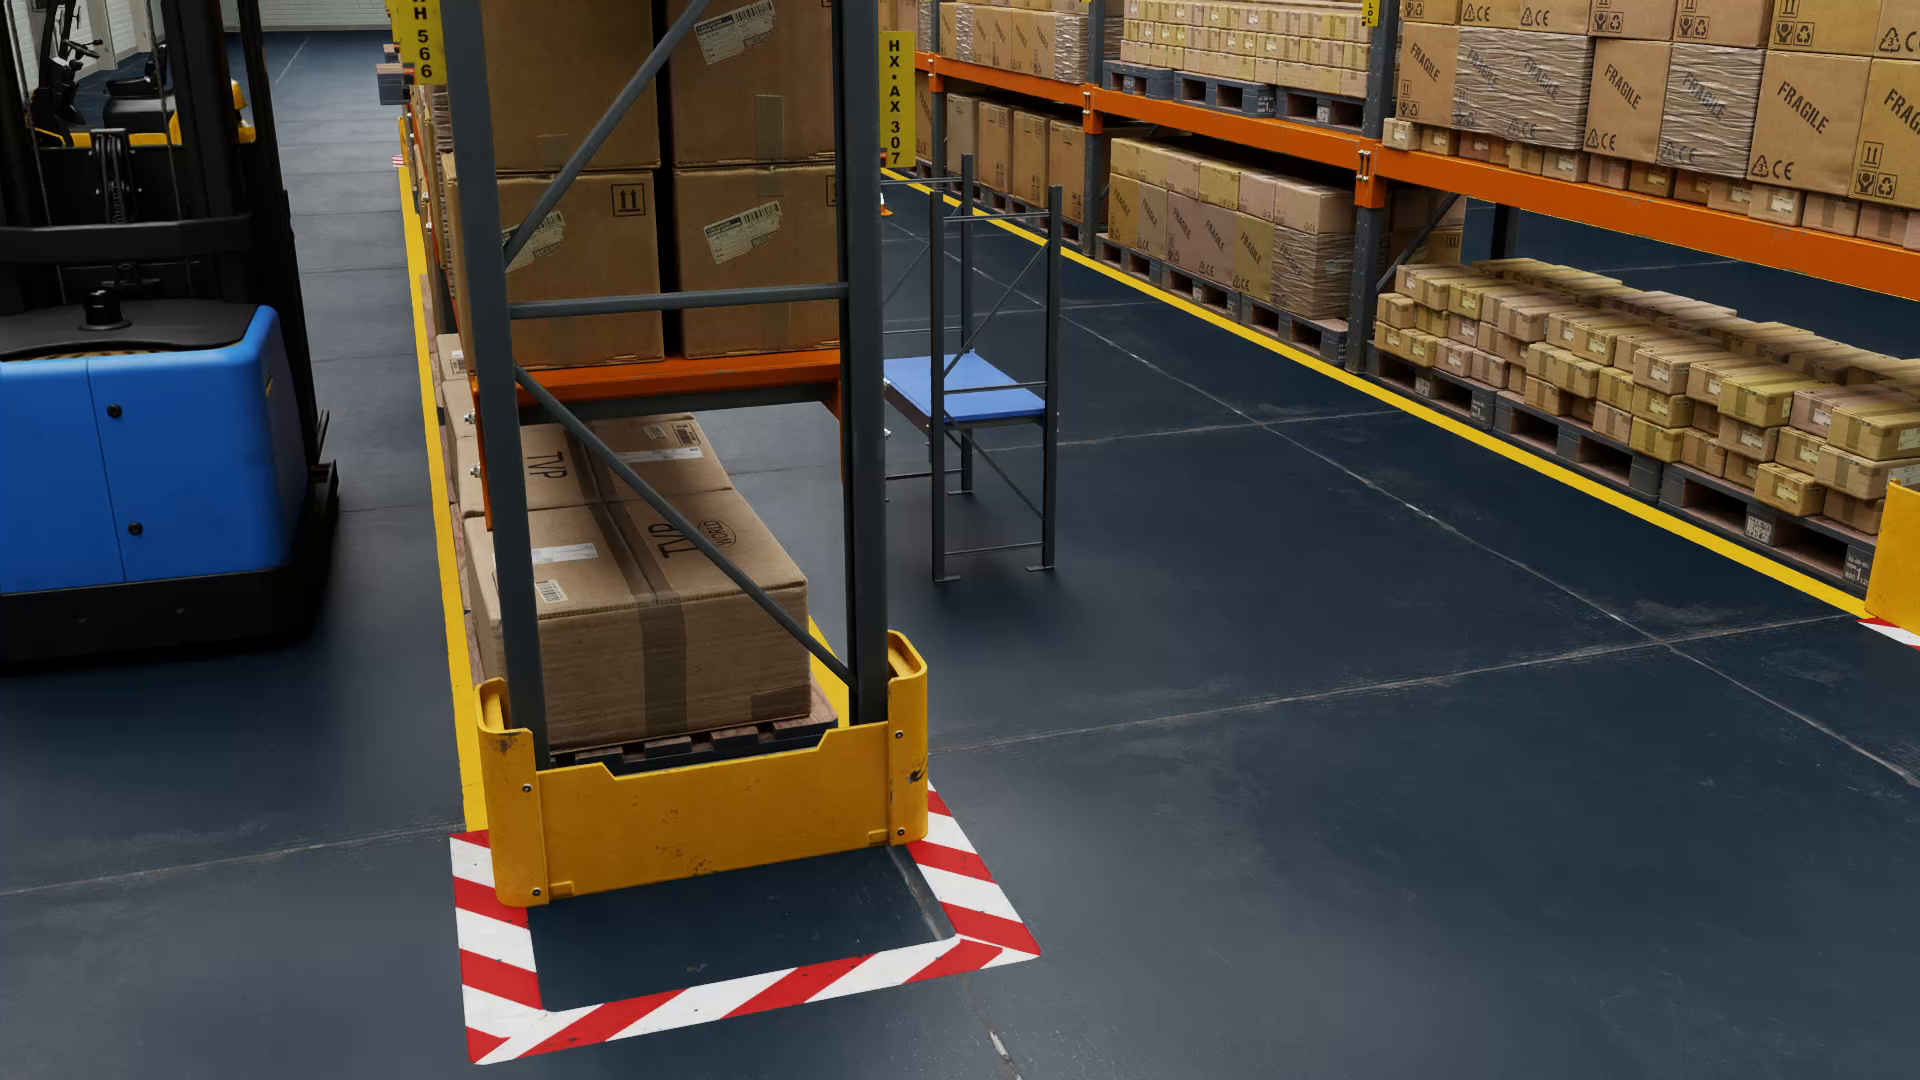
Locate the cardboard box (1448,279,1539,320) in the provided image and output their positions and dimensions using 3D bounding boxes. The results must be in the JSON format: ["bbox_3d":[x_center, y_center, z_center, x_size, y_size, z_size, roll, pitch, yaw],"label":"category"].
[{"bbox_3d":[2.791,-1.258,8.698,0.380,0.149,0.250,-7,21,-18],"label":"cardboard box"}]

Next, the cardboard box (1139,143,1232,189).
[{"bbox_3d":[1.611,-2.673,11.889,0.500,0.250,0.500,-7,21,-18],"label":"cardboard box"}]

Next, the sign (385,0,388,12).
[{"bbox_3d":[-4.972,-4.782,14.511,0.100,0.325,0.005,-6,21,-17],"label":"sign"}]

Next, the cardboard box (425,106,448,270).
[{"bbox_3d":[-1.580,-1.248,5.806,0.500,0.500,0.500,-6,21,-16],"label":"cardboard box"}]

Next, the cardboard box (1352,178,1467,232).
[{"bbox_3d":[2.741,-2.065,10.195,0.500,0.250,0.500,-7,21,-20],"label":"cardboard box"}]

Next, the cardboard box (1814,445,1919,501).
[{"bbox_3d":[3.543,-0.277,6.406,0.380,0.149,0.250,-7,21,-19],"label":"cardboard box"}]

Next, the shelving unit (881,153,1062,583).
[{"bbox_3d":[-0.027,-0.733,6.739,0.538,1.500,1.048,-6,21,-17],"label":"shelving unit"}]

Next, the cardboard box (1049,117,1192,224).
[{"bbox_3d":[1.359,-3.053,13.685,1.050,0.750,0.750,-7,21,-18],"label":"cardboard box"}]

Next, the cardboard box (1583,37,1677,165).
[{"bbox_3d":[3.122,-1.934,7.276,0.500,0.500,0.500,-5,20,-14],"label":"cardboard box"}]

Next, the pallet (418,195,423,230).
[{"bbox_3d":[-4.213,-2.872,14.601,1.003,0.211,1.213,-6,21,-17],"label":"pallet"}]

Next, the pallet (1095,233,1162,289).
[{"bbox_3d":[1.709,-2.146,12.578,1.003,0.211,1.213,-6,21,-17],"label":"pallet"}]

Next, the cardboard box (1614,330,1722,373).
[{"bbox_3d":[3.210,-0.843,7.543,0.380,0.149,0.250,-7,21,-19],"label":"cardboard box"}]

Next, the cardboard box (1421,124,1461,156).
[{"bbox_3d":[2.652,-2.106,8.715,0.380,0.149,0.250,-6,21,-16],"label":"cardboard box"}]

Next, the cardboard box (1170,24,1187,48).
[{"bbox_3d":[1.680,-3.499,11.531,0.380,0.149,0.250,-6,21,-17],"label":"cardboard box"}]

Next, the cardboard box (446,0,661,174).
[{"bbox_3d":[-1.065,-1.230,4.278,0.500,0.500,0.500,-6,21,-15],"label":"cardboard box"}]

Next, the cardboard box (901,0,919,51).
[{"bbox_3d":[-0.114,-5.354,17.164,0.875,0.550,0.550,-6,21,-17],"label":"cardboard box"}]

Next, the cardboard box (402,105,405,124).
[{"bbox_3d":[-5.549,-4.511,17.376,0.500,0.500,0.500,-7,21,-19],"label":"cardboard box"}]

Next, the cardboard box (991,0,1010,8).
[{"bbox_3d":[0.692,-5.024,14.841,0.700,0.500,0.500,-6,21,-17],"label":"cardboard box"}]

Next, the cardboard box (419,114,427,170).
[{"bbox_3d":[-2.325,-1.914,8.029,0.500,0.250,0.500,-7,21,-18],"label":"cardboard box"}]

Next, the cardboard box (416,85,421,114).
[{"bbox_3d":[-2.479,-2.307,8.384,0.500,0.250,0.500,-6,21,-16],"label":"cardboard box"}]

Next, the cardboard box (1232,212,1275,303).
[{"bbox_3d":[2.090,-1.822,10.628,0.500,0.500,0.500,-7,21,-18],"label":"cardboard box"}]

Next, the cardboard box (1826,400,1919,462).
[{"bbox_3d":[3.573,-0.421,6.366,0.380,0.149,0.250,-6,21,-17],"label":"cardboard box"}]

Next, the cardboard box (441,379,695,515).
[{"bbox_3d":[-1.568,-0.359,6.647,0.875,0.438,0.875,-7,21,-19],"label":"cardboard box"}]

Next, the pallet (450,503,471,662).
[{"bbox_3d":[-1.393,0.090,6.354,1.003,0.211,1.213,-6,21,-17],"label":"pallet"}]

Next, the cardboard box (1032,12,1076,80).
[{"bbox_3d":[0.913,-4.032,13.557,0.500,0.500,0.500,-6,21,-17],"label":"cardboard box"}]

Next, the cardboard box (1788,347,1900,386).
[{"bbox_3d":[3.822,-0.723,7.208,0.380,0.149,0.250,-7,21,-20],"label":"cardboard box"}]

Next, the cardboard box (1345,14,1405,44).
[{"bbox_3d":[2.411,-2.893,9.403,0.380,0.149,0.250,-5,20,-15],"label":"cardboard box"}]

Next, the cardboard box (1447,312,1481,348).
[{"bbox_3d":[2.808,-1.125,8.767,0.380,0.149,0.250,-7,21,-18],"label":"cardboard box"}]

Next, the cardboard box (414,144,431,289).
[{"bbox_3d":[-3.064,-2.118,10.897,0.875,0.875,0.875,-7,21,-18],"label":"cardboard box"}]

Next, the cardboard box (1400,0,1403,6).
[{"bbox_3d":[5.065,-5.697,16.832,1.000,1.000,1.000,-6,21,-17],"label":"cardboard box"}]

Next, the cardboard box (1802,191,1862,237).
[{"bbox_3d":[3.473,-1.261,6.361,0.380,0.149,0.250,-7,21,-18],"label":"cardboard box"}]

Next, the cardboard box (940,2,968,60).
[{"bbox_3d":[0.118,-4.842,15.813,0.500,0.500,0.500,-6,21,-17],"label":"cardboard box"}]

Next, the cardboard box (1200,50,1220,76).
[{"bbox_3d":[1.833,-3.198,11.133,0.380,0.149,0.250,-6,21,-16],"label":"cardboard box"}]

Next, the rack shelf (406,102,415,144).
[{"bbox_3d":[-3.831,-3.454,13.159,1.077,0.370,4.000,-6,21,-17],"label":"rack shelf"}]

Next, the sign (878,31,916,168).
[{"bbox_3d":[-0.159,-1.085,4.102,0.100,0.325,0.005,-6,21,-17],"label":"sign"}]

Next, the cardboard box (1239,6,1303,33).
[{"bbox_3d":[2.002,-3.311,10.568,0.380,0.149,0.250,-7,21,-20],"label":"cardboard box"}]

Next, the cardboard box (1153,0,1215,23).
[{"bbox_3d":[1.586,-3.734,11.746,0.380,0.149,0.250,-7,21,-18],"label":"cardboard box"}]

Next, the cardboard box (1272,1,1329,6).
[{"bbox_3d":[2.371,-3.632,11.460,0.380,0.149,0.250,-6,21,-17],"label":"cardboard box"}]

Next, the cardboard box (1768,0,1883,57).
[{"bbox_3d":[3.440,-2.082,6.210,0.500,0.500,0.500,-7,21,-19],"label":"cardboard box"}]

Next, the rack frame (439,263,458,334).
[{"bbox_3d":[-1.945,-1.867,7.677,1.000,3.000,0.127,-6,21,-17],"label":"rack frame"}]

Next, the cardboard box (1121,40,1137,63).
[{"bbox_3d":[1.414,-3.623,12.317,0.380,0.149,0.250,-7,21,-18],"label":"cardboard box"}]

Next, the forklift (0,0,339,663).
[{"bbox_3d":[-3.237,-1.430,6.562,1.130,2.935,3.031,-6,21,-16],"label":"forklift"}]

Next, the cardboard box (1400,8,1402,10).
[{"bbox_3d":[2.787,-3.212,10.291,0.380,0.149,0.250,-7,21,-18],"label":"cardboard box"}]

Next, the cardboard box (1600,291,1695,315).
[{"bbox_3d":[3.465,-1.149,8.395,0.380,0.149,0.250,-7,21,-20],"label":"cardboard box"}]

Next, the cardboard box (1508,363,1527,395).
[{"bbox_3d":[2.988,-0.812,8.336,0.380,0.149,0.250,-7,21,-20],"label":"cardboard box"}]

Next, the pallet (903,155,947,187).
[{"bbox_3d":[0.043,-3.933,17.553,1.003,0.211,1.213,-6,21,-17],"label":"pallet"}]

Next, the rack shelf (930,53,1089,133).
[{"bbox_3d":[0.836,-4.012,14.714,1.077,0.370,4.000,-6,21,-17],"label":"rack shelf"}]

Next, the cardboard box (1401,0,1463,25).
[{"bbox_3d":[2.633,-2.912,8.520,0.500,0.500,0.500,-6,21,-16],"label":"cardboard box"}]

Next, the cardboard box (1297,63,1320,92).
[{"bbox_3d":[2.251,-2.775,9.954,0.380,0.149,0.250,-6,21,-17],"label":"cardboard box"}]

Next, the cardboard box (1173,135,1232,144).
[{"bbox_3d":[1.929,-2.891,12.497,0.500,0.250,0.500,-7,21,-18],"label":"cardboard box"}]

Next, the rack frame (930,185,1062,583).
[{"bbox_3d":[0.133,-0.570,6.285,0.500,1.500,0.032,-6,21,-17],"label":"rack frame"}]

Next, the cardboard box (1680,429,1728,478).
[{"bbox_3d":[3.348,-0.388,7.155,0.380,0.149,0.250,-6,21,-17],"label":"cardboard box"}]

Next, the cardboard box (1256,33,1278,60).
[{"bbox_3d":[2.080,-3.087,10.383,0.380,0.149,0.250,-8,21,-20],"label":"cardboard box"}]

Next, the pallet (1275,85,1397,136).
[{"bbox_3d":[2.620,-2.596,9.990,1.003,0.211,1.213,-6,21,-17],"label":"pallet"}]

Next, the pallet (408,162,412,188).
[{"bbox_3d":[-5.091,-3.726,16.977,1.003,0.211,1.213,-6,21,-17],"label":"pallet"}]

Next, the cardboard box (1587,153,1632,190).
[{"bbox_3d":[3.089,-1.683,7.536,0.380,0.149,0.250,-6,21,-15],"label":"cardboard box"}]

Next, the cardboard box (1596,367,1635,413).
[{"bbox_3d":[3.140,-0.692,7.563,0.380,0.149,0.250,-5,20,-14],"label":"cardboard box"}]
